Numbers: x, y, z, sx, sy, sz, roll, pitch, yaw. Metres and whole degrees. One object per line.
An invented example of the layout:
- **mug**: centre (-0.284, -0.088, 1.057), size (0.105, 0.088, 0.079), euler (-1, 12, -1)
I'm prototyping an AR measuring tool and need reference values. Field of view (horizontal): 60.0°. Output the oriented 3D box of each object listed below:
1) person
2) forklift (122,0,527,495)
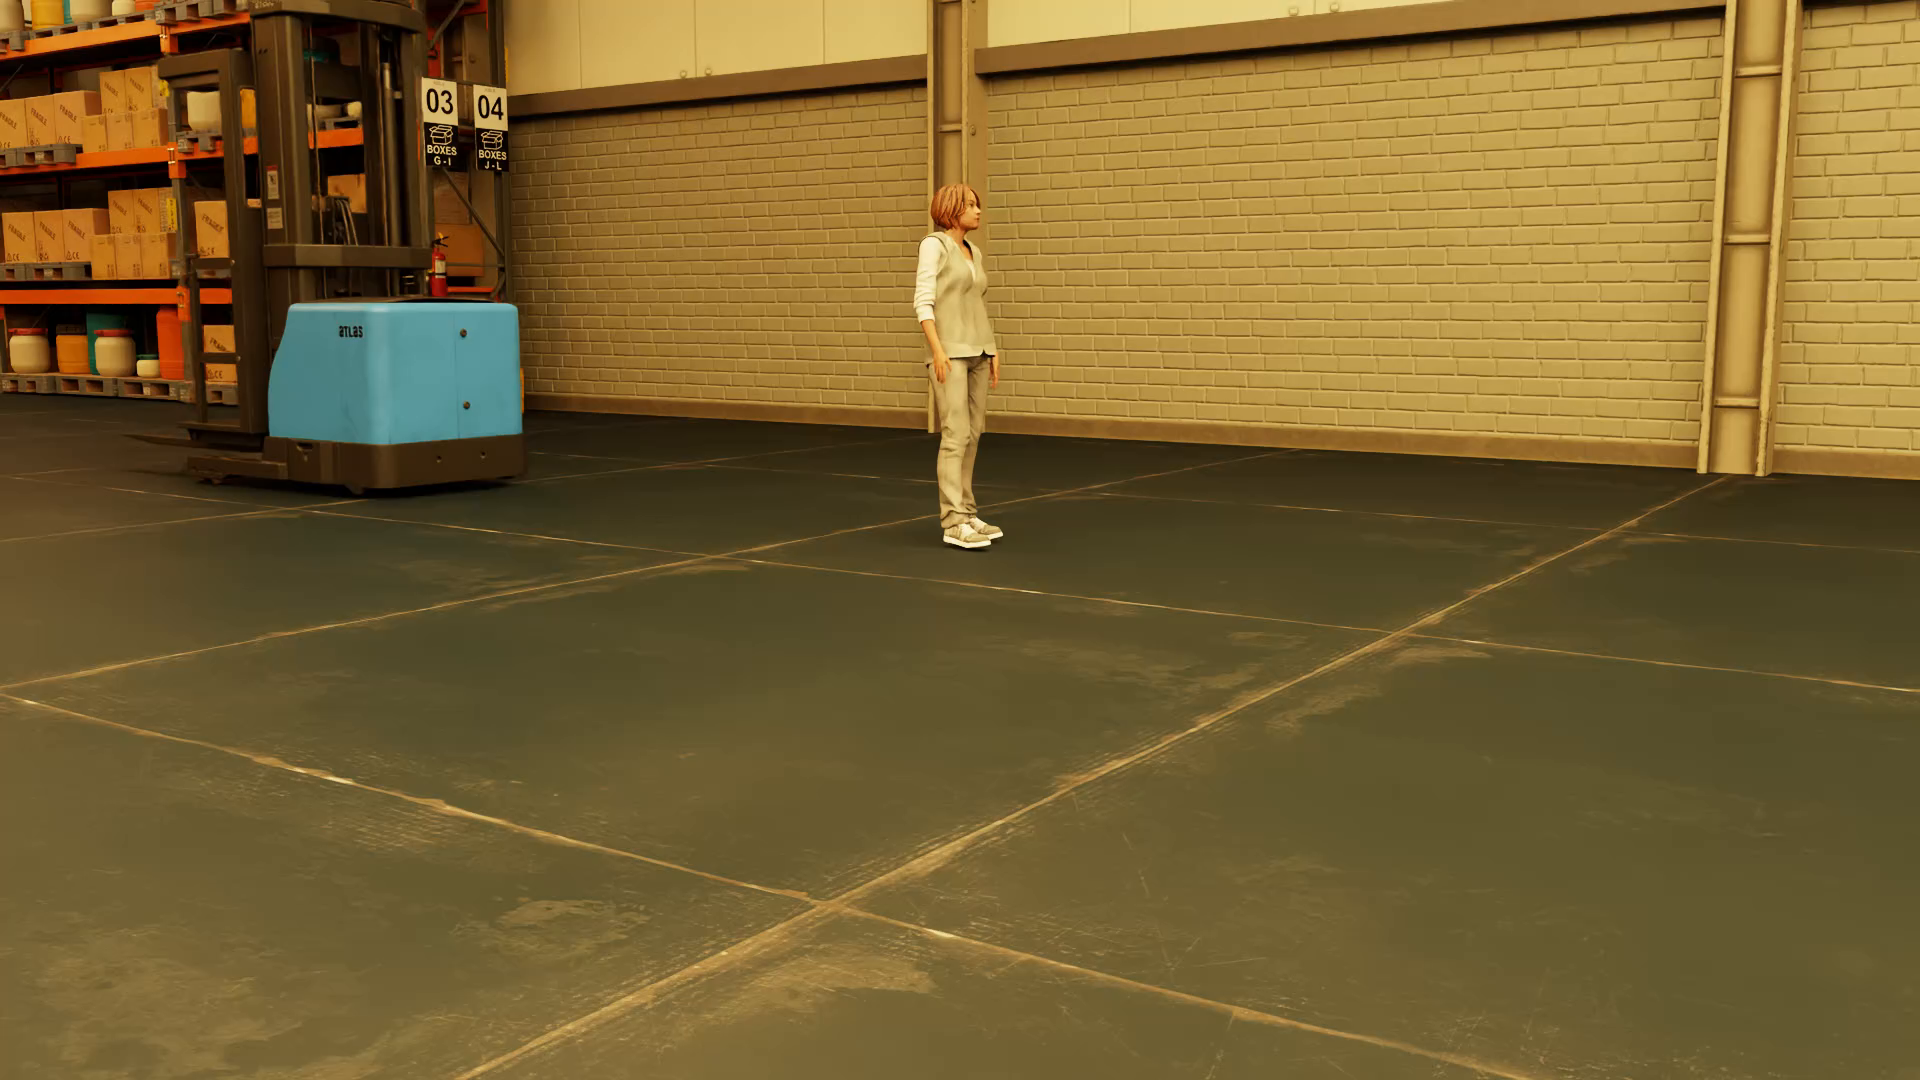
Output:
- **person**: centre (0.053, -0.791, 7.438), size (0.475, 1.597, 0.520), euler (5, 10, 34)
- **forklift**: centre (-4.060, -1.837, 10.111), size (3.031, 2.935, 1.130), euler (6, 10, 35)
